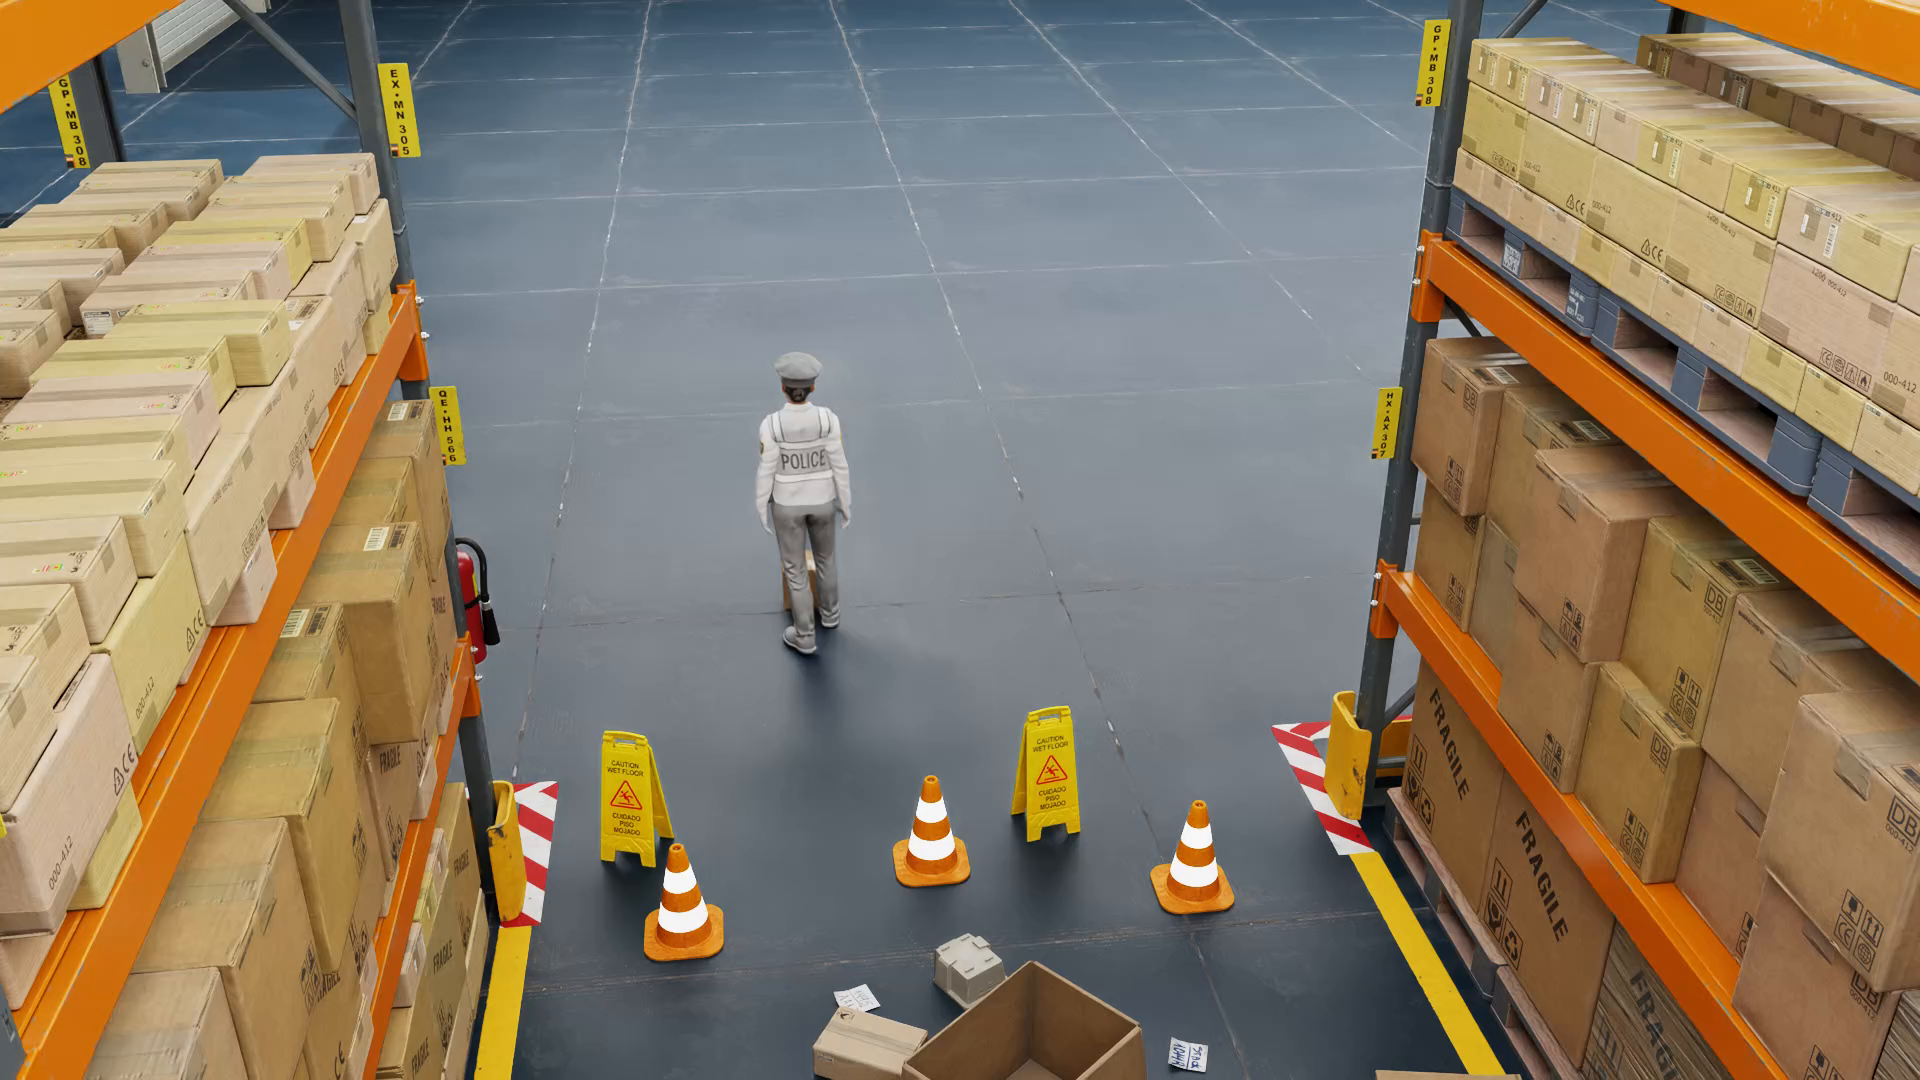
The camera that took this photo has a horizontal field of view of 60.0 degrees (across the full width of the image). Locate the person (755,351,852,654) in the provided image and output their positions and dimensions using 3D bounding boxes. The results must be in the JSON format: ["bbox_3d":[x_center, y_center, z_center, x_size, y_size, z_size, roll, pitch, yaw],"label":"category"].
[{"bbox_3d":[-0.871,-0.222,9.017,0.510,1.666,0.540,-8,28,-16],"label":"person"}]
